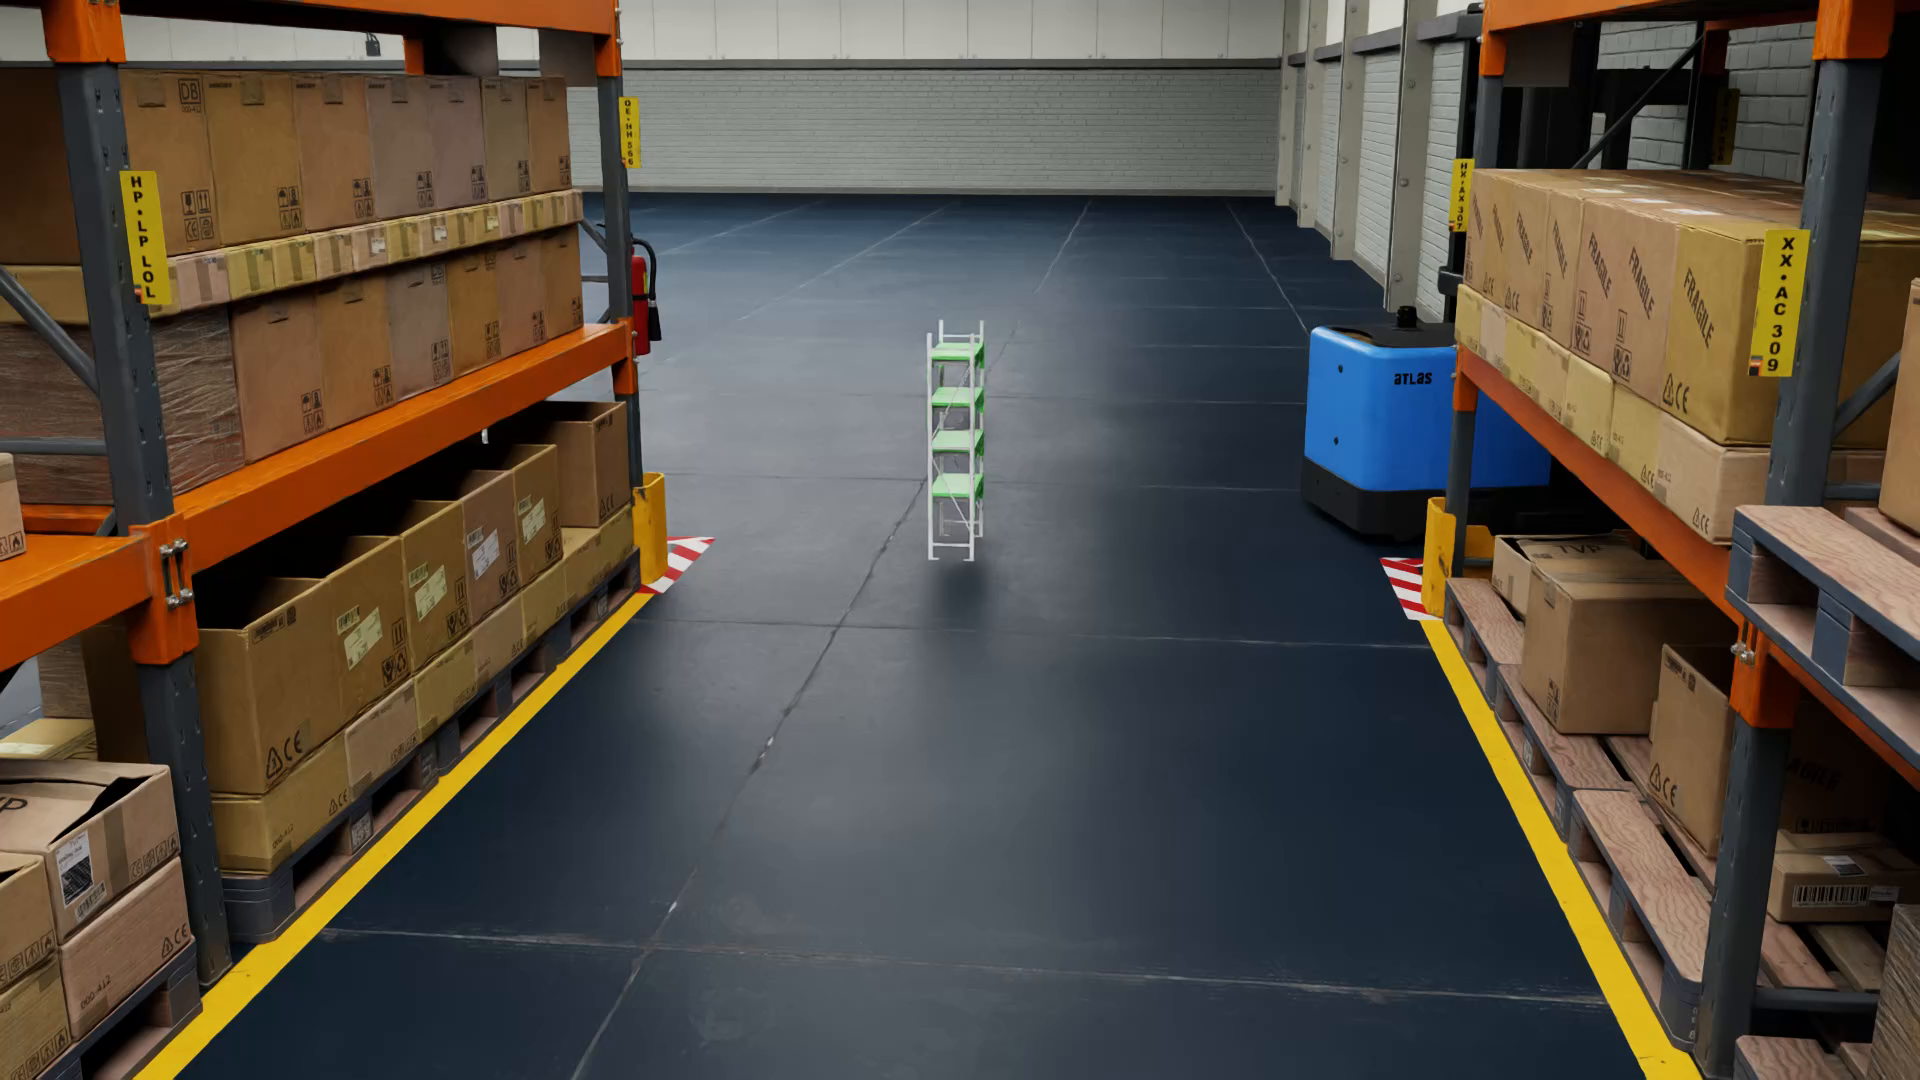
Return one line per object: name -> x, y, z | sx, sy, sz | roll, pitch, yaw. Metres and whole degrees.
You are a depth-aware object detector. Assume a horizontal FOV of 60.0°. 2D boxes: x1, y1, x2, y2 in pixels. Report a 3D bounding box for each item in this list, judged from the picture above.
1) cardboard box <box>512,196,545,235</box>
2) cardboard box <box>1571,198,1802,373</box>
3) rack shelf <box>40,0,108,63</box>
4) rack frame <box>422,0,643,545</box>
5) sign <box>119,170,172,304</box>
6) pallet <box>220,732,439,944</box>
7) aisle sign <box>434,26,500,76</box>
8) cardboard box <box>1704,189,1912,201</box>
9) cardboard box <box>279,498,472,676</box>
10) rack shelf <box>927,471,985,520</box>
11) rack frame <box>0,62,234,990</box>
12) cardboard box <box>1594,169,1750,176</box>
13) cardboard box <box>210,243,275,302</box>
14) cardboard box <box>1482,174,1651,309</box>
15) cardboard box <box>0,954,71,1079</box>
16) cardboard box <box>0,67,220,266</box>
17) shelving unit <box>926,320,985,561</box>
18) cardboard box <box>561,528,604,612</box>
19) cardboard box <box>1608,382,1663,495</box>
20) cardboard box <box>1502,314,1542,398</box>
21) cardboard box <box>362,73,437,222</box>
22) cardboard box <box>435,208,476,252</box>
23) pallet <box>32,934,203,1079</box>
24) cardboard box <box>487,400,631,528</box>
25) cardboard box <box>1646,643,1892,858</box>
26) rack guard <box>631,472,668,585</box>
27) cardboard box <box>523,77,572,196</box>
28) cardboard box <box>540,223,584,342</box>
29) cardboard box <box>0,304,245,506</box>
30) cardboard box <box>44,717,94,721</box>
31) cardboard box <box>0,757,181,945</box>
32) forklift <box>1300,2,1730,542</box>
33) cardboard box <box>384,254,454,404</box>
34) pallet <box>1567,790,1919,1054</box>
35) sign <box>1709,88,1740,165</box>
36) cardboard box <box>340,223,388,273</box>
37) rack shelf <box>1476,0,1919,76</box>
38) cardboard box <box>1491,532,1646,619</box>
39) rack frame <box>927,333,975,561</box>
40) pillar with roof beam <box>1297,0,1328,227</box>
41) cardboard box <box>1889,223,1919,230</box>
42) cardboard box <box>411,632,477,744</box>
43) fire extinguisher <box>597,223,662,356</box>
cardboard box -> -2.015, -1.399, 7.155 | 0.380, 0.149, 0.250 | 1, 15, 5
cardboard box -> 2.231, -0.785, 5.132 | 0.500, 0.500, 0.500 | 1, 15, 5
rack shelf -> -2.781, -0.821, 2.084 | 1.077, 0.370, 4.000 | 2, 15, 6
rack frame -> -2.104, -1.277, 8.137 | 1.000, 3.000, 0.127 | 2, 15, 6
sign -> -2.015, -0.746, 4.110 | 0.100, 0.325, 0.005 | 2, 15, 6
pallet -> -2.424, 0.902, 5.422 | 1.003, 0.211, 1.213 | 2, 15, 6
aisle sign -> -2.401, -2.558, 7.894 | 0.394, 0.787, 0.004 | 2, 15, 6
cardboard box -> 2.799, -0.907, 5.584 | 0.500, 0.500, 0.500 | 2, 15, 7
cardboard box -> -2.079, 0.153, 5.876 | 0.500, 0.500, 0.500 | 2, 15, 6
rack shelf -> -0.019, -0.243, 8.926 | 0.258, 0.148, 0.480 | 2, 15, 6
rack frame -> -2.556, -0.239, 4.300 | 1.000, 3.000, 0.127 | 2, 15, 6
cardboard box -> 2.976, -1.302, 7.045 | 0.500, 0.500, 0.500 | 2, 15, 6
cardboard box -> -2.277, -0.797, 4.928 | 0.380, 0.149, 0.250 | 1, 15, 5
cardboard box -> 2.400, -1.188, 6.622 | 0.500, 0.500, 0.500 | 2, 15, 6
cardboard box -> -2.373, 1.133, 3.690 | 0.500, 0.250, 0.500 | 1, 15, 5
cardboard box -> -2.512, -1.029, 4.544 | 0.700, 0.500, 0.500 | 2, 15, 7
shelving unit -> -0.019, -0.536, 8.847 | 0.258, 1.200, 0.503 | 2, 15, 6
cardboard box -> -1.916, 0.126, 7.414 | 0.500, 0.250, 0.500 | 2, 15, 6
cardboard box -> 2.184, -0.292, 4.746 | 0.500, 0.250, 0.500 | 2, 15, 7
cardboard box -> 2.340, -0.685, 6.197 | 0.500, 0.250, 0.500 | 1, 15, 5
cardboard box -> -2.342, -1.420, 5.988 | 0.700, 0.500, 0.500 | 2, 15, 6
cardboard box -> -2.103, -1.197, 6.410 | 0.380, 0.149, 0.250 | 2, 15, 8
pallet -> -2.600, 1.299, 3.953 | 1.003, 0.211, 1.213 | 2, 15, 6
cardboard box -> -1.869, -0.366, 7.796 | 0.500, 0.500, 0.500 | 2, 15, 6
cardboard box -> 2.444, 0.630, 5.033 | 0.500, 0.500, 0.500 | 1, 15, 2
rack guard -> -2.101, -0.076, 8.486 | 1.175, 0.500, 0.348 | 2, 15, 6
cardboard box -> -2.176, -1.817, 7.457 | 0.700, 0.500, 0.500 | 2, 15, 6
cardboard box -> -2.170, -1.204, 7.677 | 0.700, 0.500, 0.500 | 2, 15, 6
cardboard box -> -2.512, -0.403, 4.713 | 0.700, 0.500, 0.500 | 1, 15, 5
cardboard box -> -2.654, 0.629, 5.551 | 0.500, 0.250, 0.500 | 2, 15, 6
cardboard box -> -2.316, 0.728, 4.111 | 0.500, 0.311, 0.500 | 2, 15, 6
forklift -> 3.584, -1.566, 9.339 | 3.031, 2.935, 1.130 | -2, 15, -9
cardboard box -> -2.342, -0.803, 6.192 | 0.700, 0.500, 0.500 | 2, 15, 8
pallet -> 2.408, 1.077, 4.776 | 1.003, 0.211, 1.213 | 2, 15, 6
sign -> 3.368, -1.822, 7.329 | 0.100, 0.325, 0.005 | 2, 15, 6
cardboard box -> -2.191, -0.999, 5.676 | 0.380, 0.149, 0.250 | 1, 15, 5
rack shelf -> 2.593, -1.714, 5.385 | 1.077, 0.370, 4.000 | 2, 15, 6
cardboard box -> 2.651, 0.131, 7.241 | 0.500, 0.311, 0.500 | 0, 15, 0
rack frame -> -0.046, -0.473, 8.613 | 0.240, 1.200, 0.015 | 2, 15, 6
pillar with roof beam -> 2.029, -10.172, 29.541 | 9.100, 9.000, 0.400 | 2, 15, 6
cardboard box -> 2.628, -0.509, 4.111 | 0.500, 0.500, 0.500 | 1, 15, 5
cardboard box -> -2.079, 0.515, 5.974 | 0.500, 0.250, 0.500 | 2, 15, 6
fire extinguisher -> -1.629, -1.256, 8.210 | 0.296, 0.674, 0.183 | 2, 15, 6
